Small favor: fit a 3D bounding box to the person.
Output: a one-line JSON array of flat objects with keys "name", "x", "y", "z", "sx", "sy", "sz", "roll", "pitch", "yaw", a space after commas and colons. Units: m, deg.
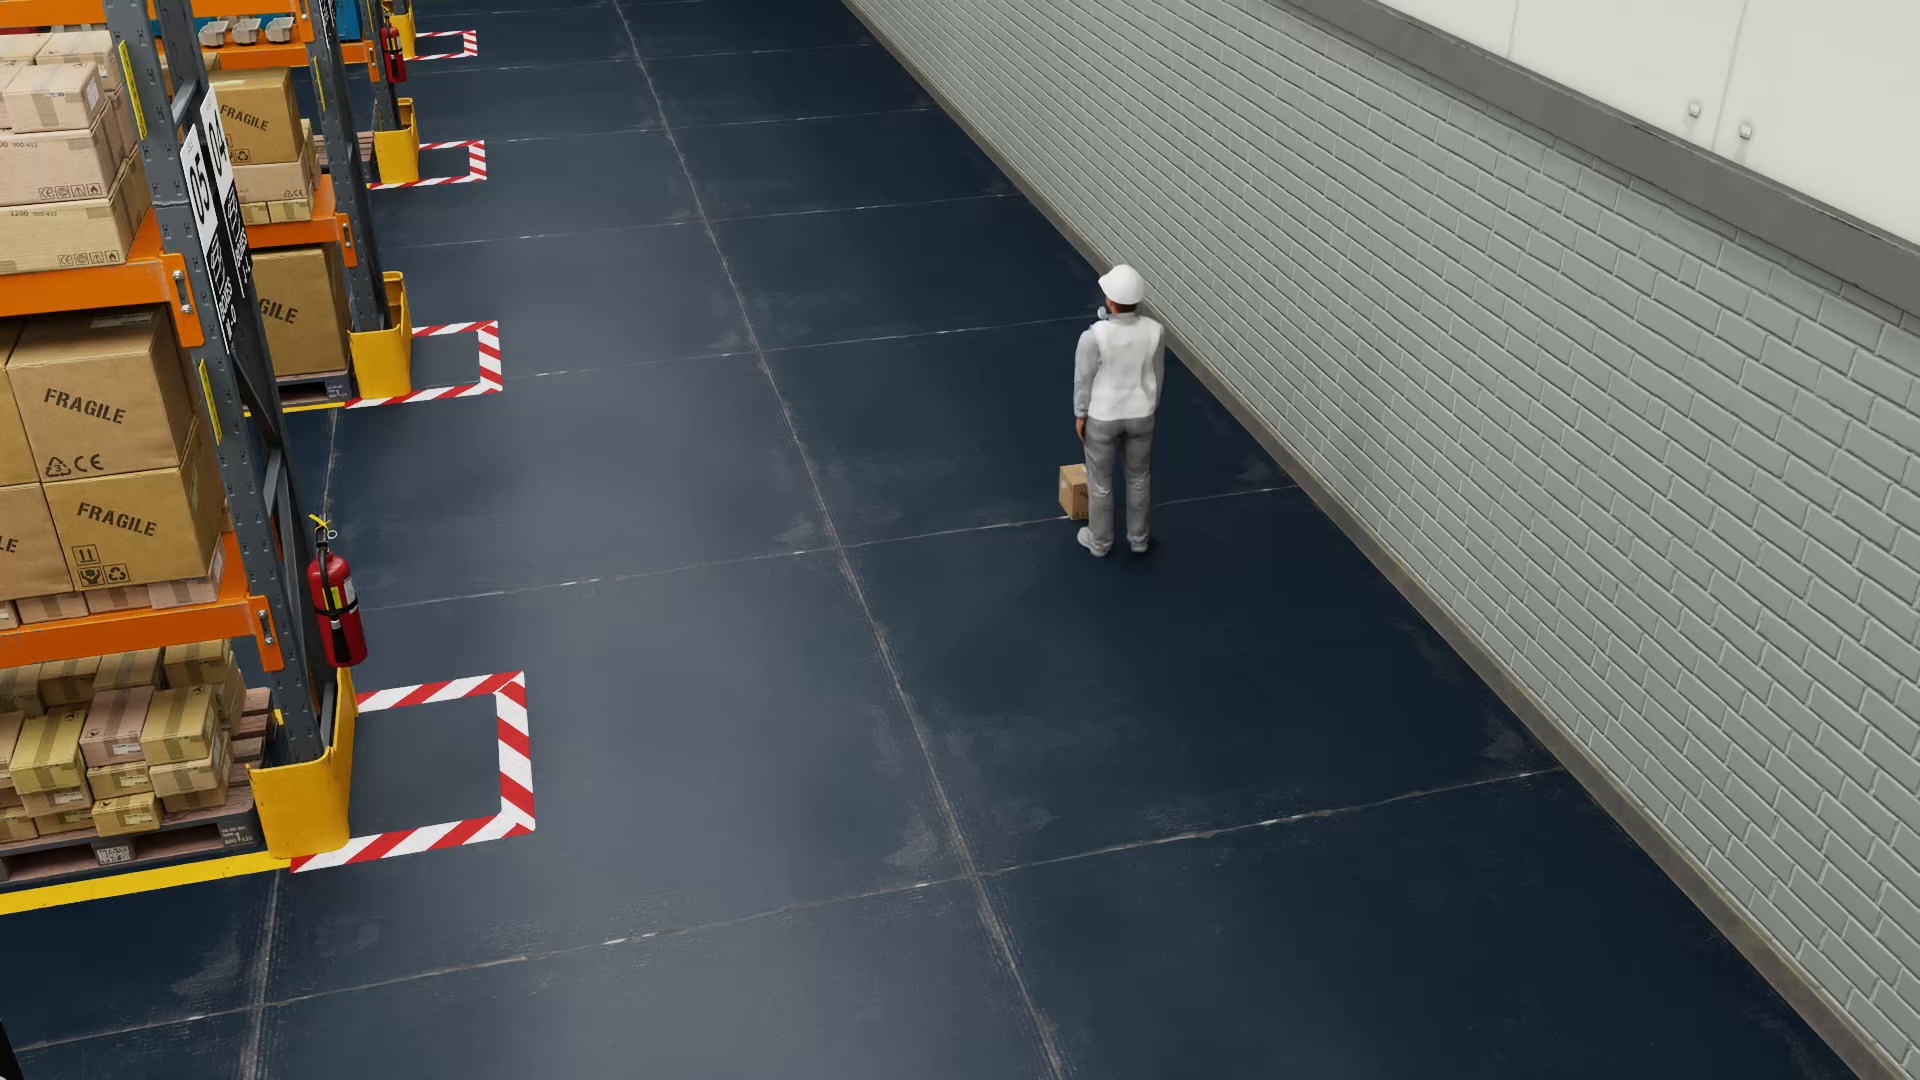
[{"name": "person", "x": 0.884, "y": -0.726, "z": 9.470, "sx": 0.533, "sy": 1.787, "sz": 0.357, "roll": -7, "pitch": 31, "yaw": -13}]
